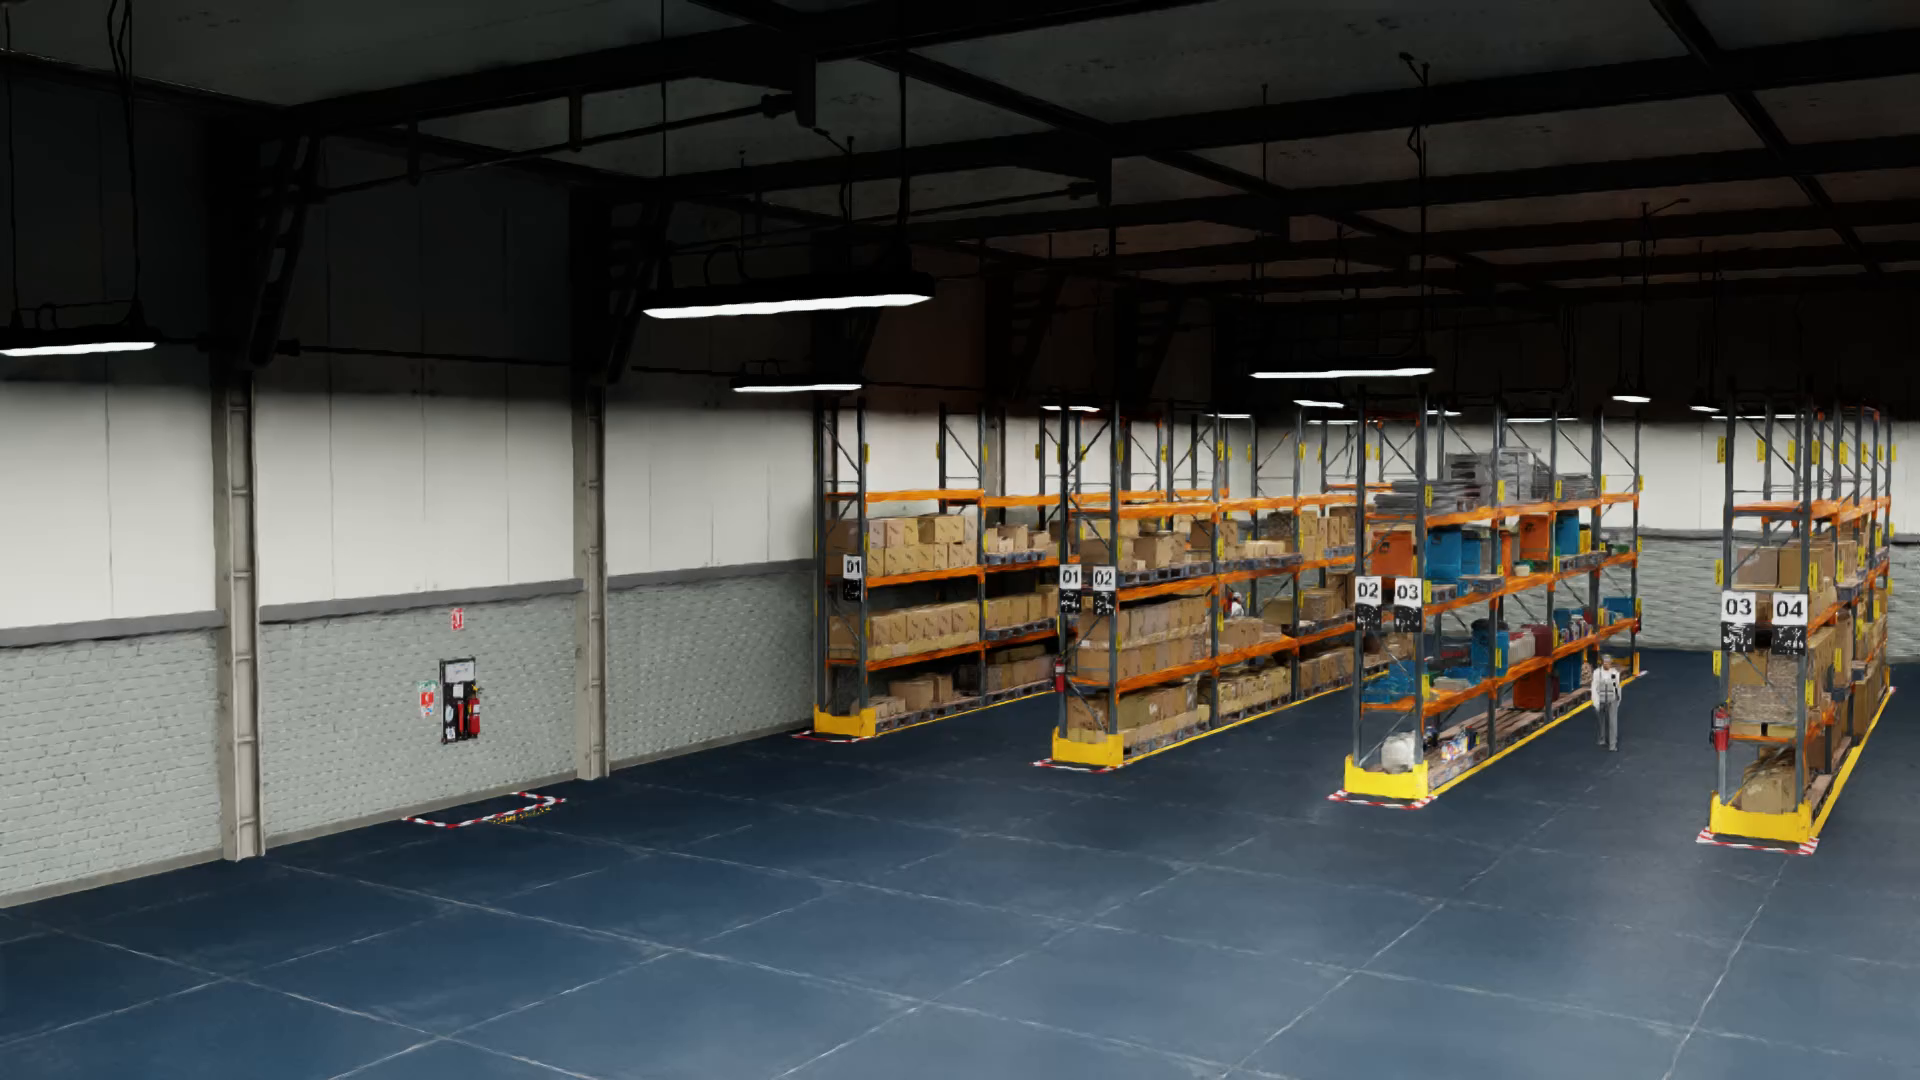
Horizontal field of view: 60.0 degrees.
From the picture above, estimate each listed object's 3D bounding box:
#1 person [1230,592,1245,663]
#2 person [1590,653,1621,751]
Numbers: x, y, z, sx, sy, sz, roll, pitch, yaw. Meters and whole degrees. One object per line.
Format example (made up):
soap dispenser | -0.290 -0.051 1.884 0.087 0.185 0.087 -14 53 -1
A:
person | 6.576 2.081 39.629 0.388 1.675 0.566 1 3 18
person | 10.894 2.700 28.059 0.482 1.622 0.994 1 3 24
